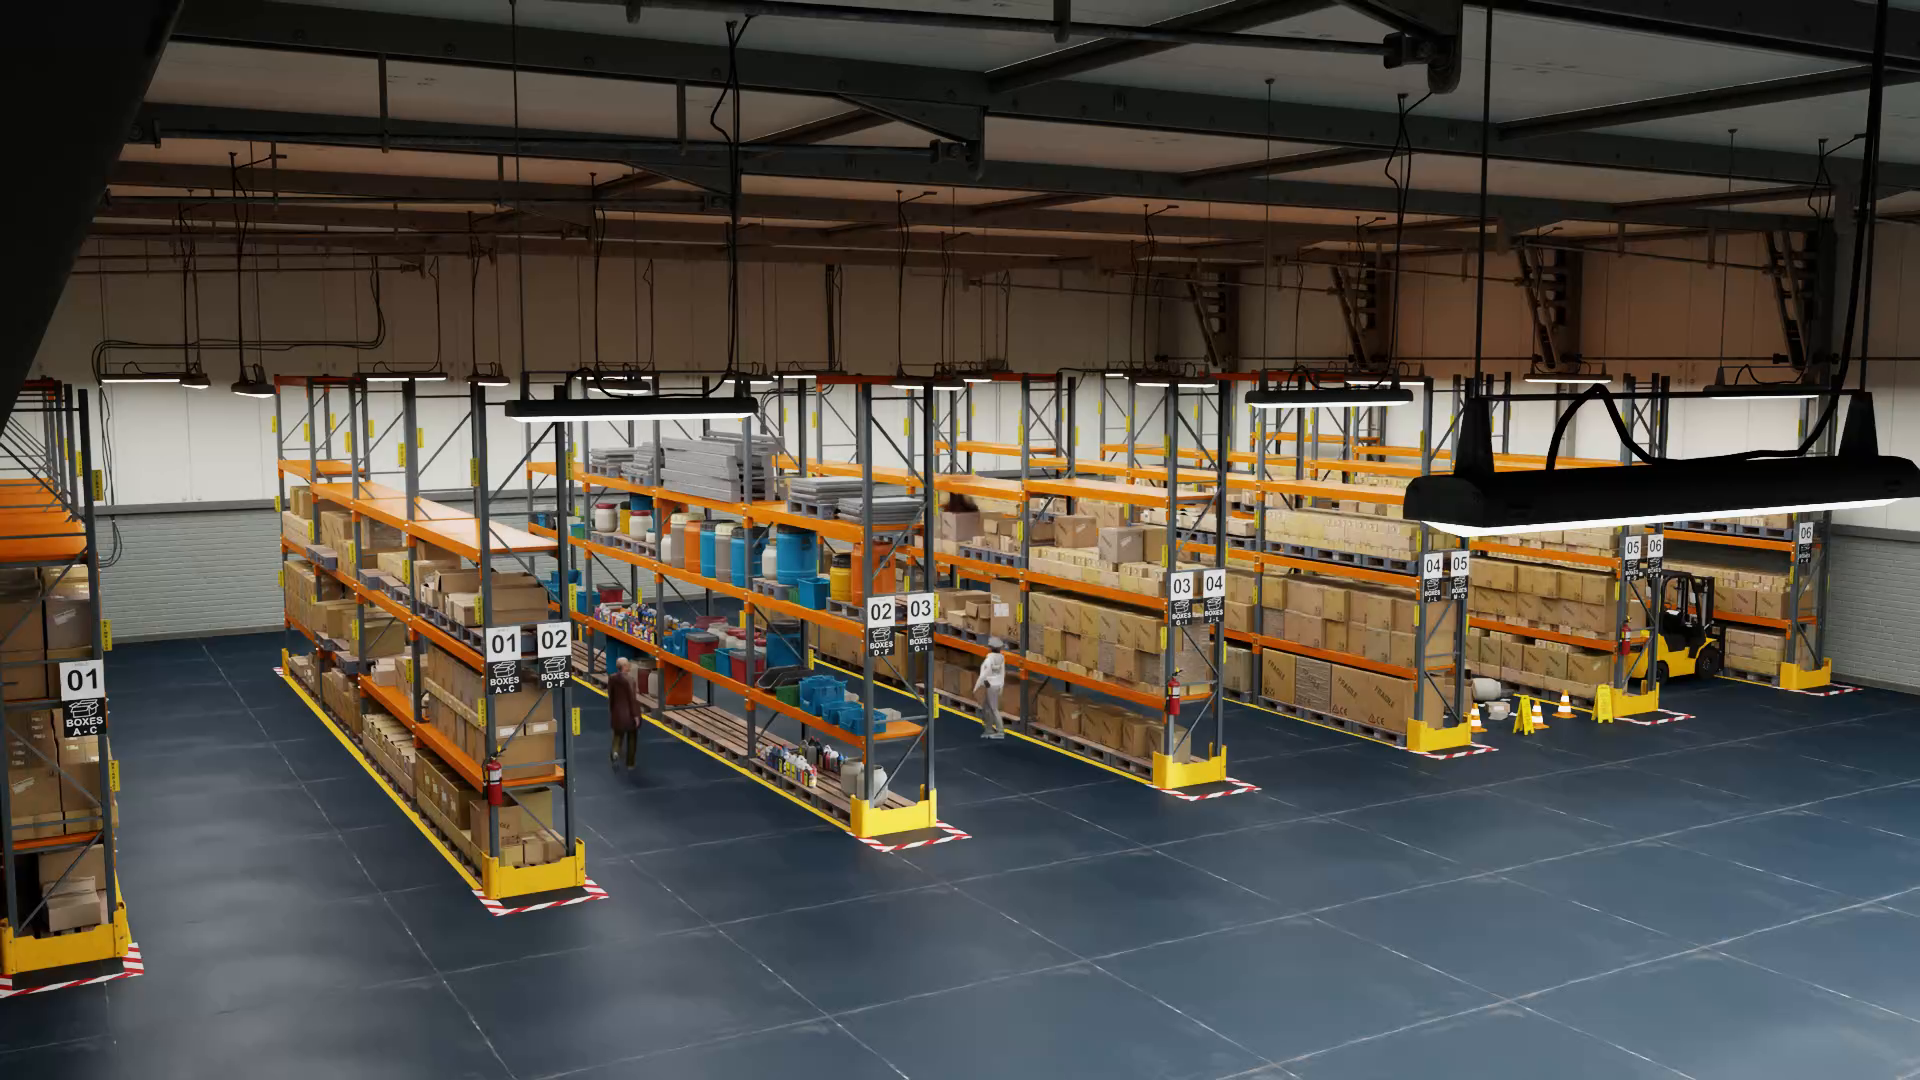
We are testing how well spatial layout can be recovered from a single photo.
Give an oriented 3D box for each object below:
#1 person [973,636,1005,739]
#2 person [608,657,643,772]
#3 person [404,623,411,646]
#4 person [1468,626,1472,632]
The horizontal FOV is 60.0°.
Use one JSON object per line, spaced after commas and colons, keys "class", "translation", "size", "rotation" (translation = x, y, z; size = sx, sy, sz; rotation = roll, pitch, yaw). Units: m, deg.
{"class": "person", "translation": [0.487, 2.417, 26.968], "size": [0.525, 1.747, 0.491], "rotation": [2, 7, 21]}
{"class": "person", "translation": [-5.148, 2.665, 25.398], "size": [0.535, 1.763, 0.779], "rotation": [1, 6, 5]}
{"class": "person", "translation": [-10.815, 1.890, 33.021], "size": [0.535, 1.672, 0.480], "rotation": [-3, 7, -22]}
{"class": "person", "translation": [10.696, 1.677, 35.189], "size": [0.426, 1.661, 0.525], "rotation": [2, 7, 17]}
